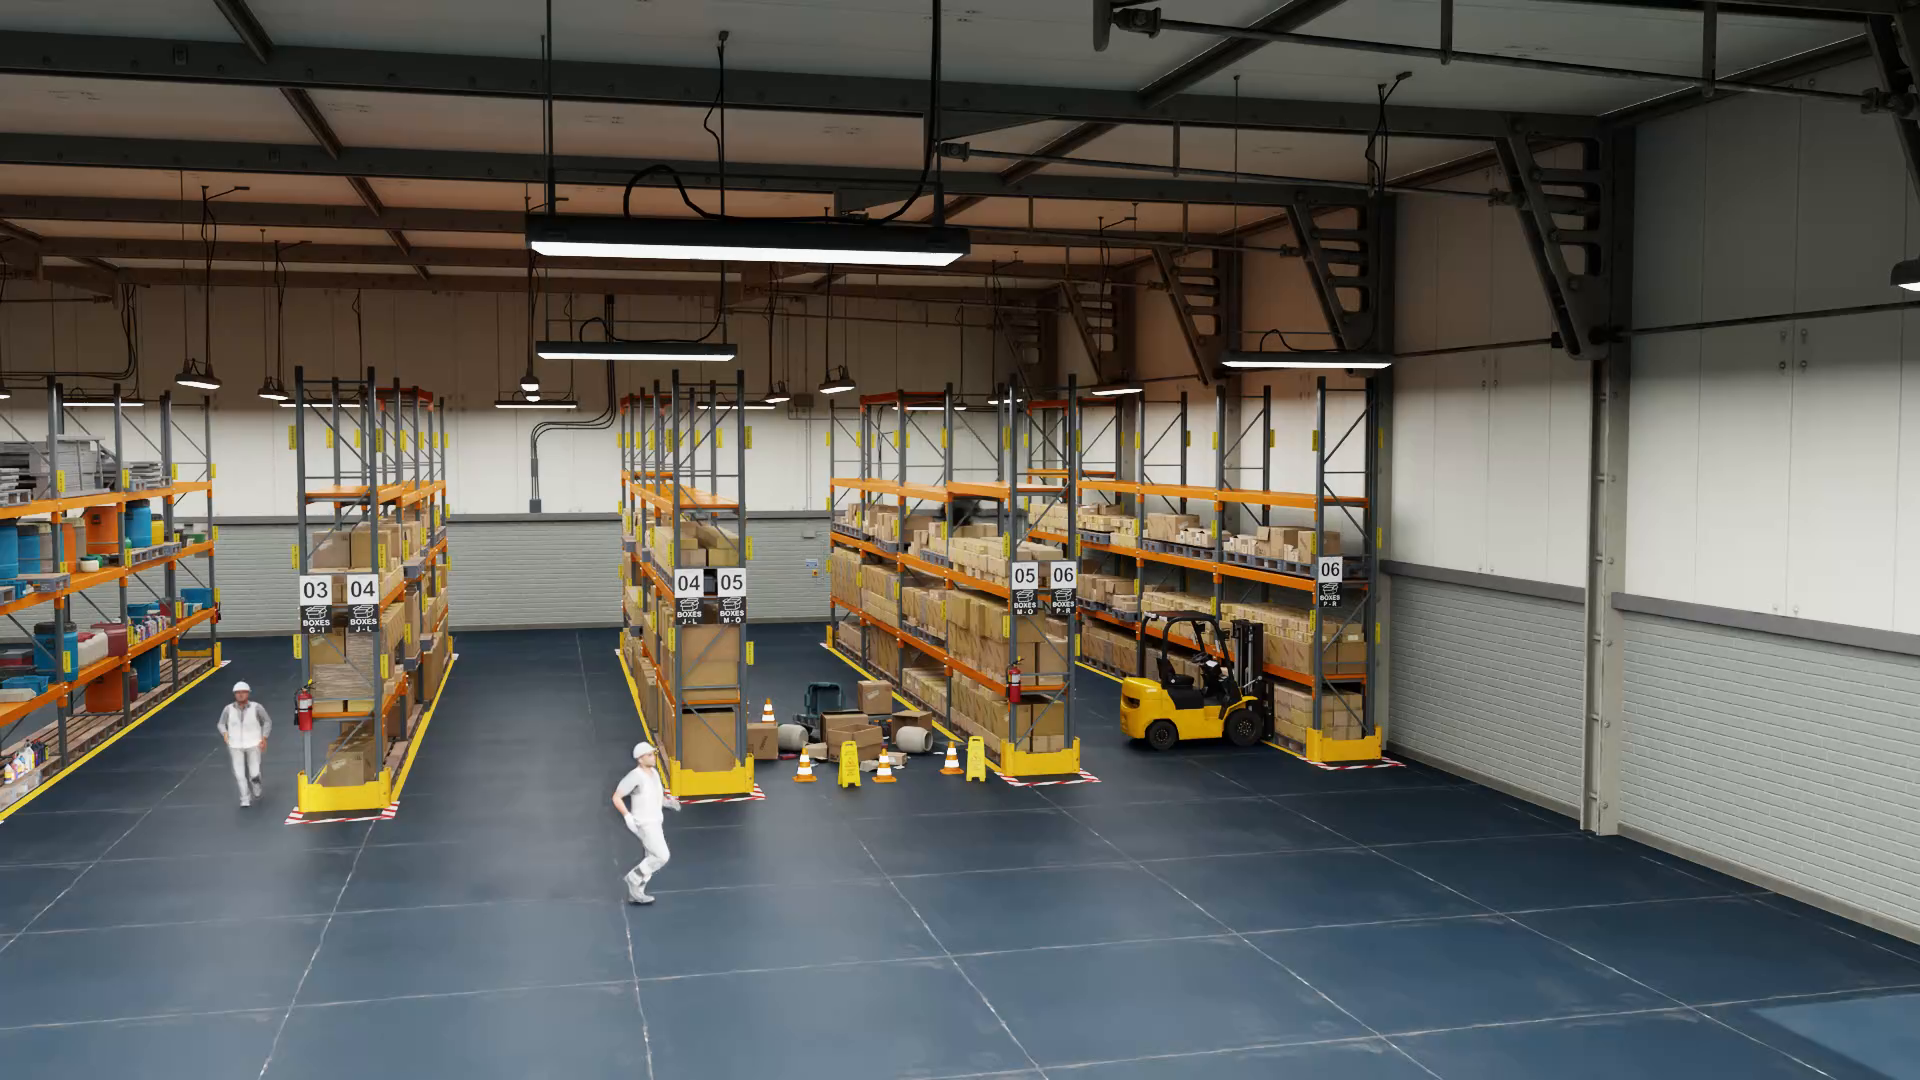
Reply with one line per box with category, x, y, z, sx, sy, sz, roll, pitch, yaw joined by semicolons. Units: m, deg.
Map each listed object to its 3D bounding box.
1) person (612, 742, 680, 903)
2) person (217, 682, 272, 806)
person;-3.320;3.048;17.887;0.603;1.739;0.664;1;4;17
person;-9.760;2.795;22.659;0.687;1.734;0.606;-1;4;-15
